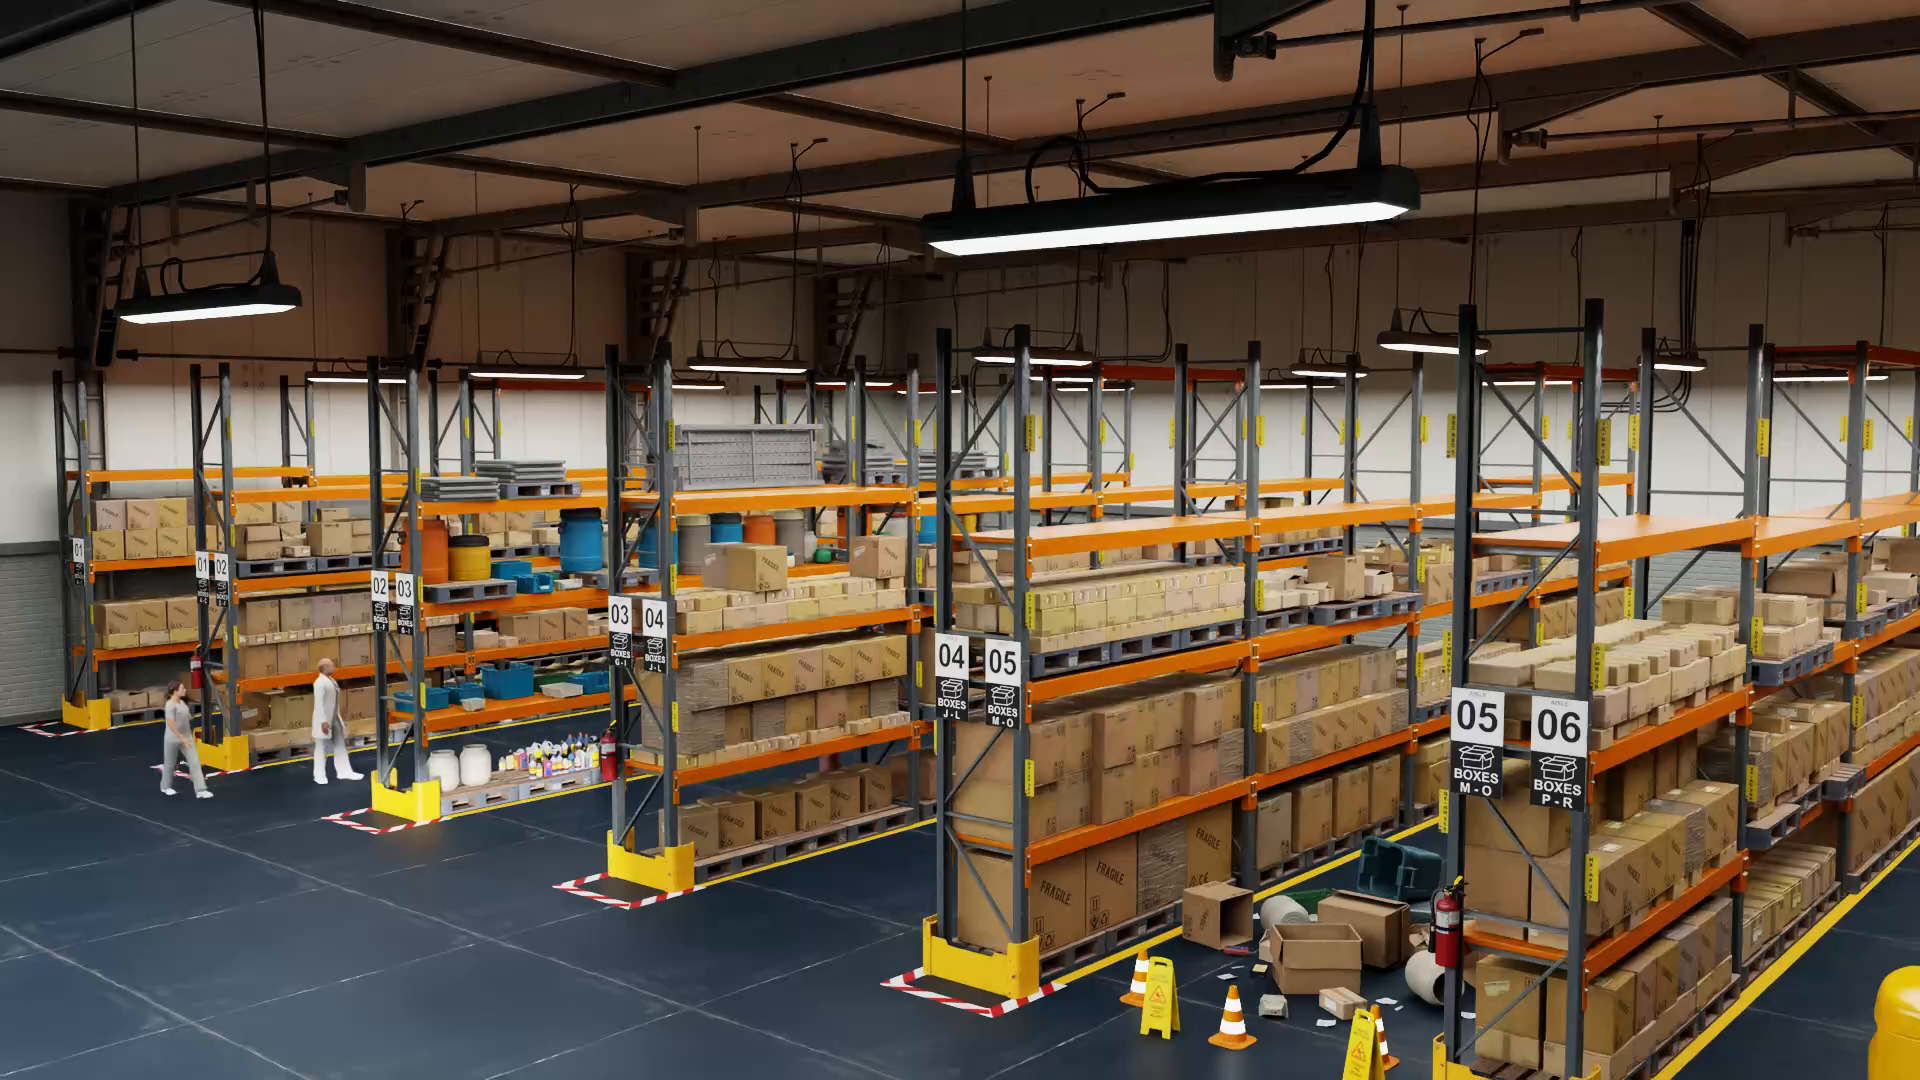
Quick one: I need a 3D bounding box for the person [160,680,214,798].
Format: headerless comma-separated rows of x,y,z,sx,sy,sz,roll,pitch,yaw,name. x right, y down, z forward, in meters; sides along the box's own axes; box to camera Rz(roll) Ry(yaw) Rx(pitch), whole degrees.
-10.594,2.703,22.606,1.048,1.600,0.412,4,6,42,person

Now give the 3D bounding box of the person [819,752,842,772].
-1.808,2.664,22.945,0.402,1.678,0.486,3,5,36,person

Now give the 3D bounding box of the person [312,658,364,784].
-8.942,2.572,23.689,0.614,1.776,0.635,1,4,13,person
